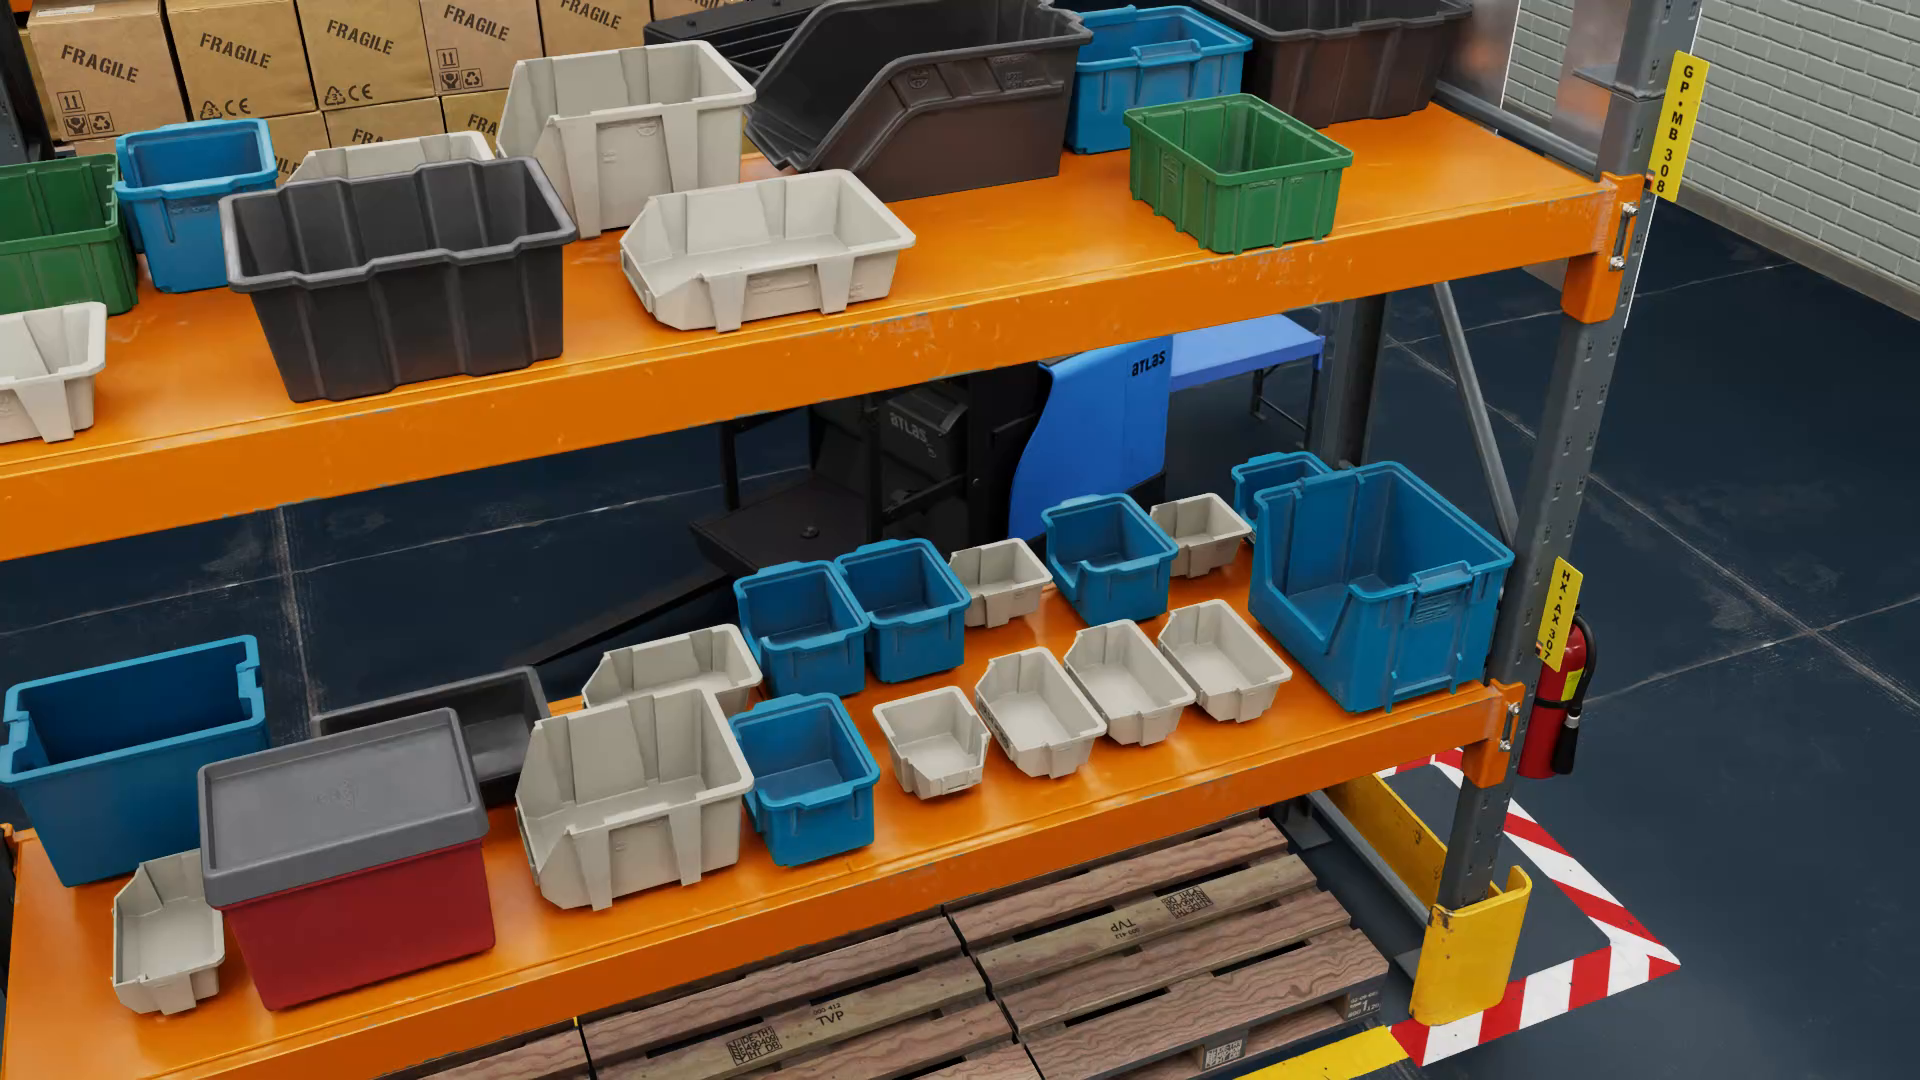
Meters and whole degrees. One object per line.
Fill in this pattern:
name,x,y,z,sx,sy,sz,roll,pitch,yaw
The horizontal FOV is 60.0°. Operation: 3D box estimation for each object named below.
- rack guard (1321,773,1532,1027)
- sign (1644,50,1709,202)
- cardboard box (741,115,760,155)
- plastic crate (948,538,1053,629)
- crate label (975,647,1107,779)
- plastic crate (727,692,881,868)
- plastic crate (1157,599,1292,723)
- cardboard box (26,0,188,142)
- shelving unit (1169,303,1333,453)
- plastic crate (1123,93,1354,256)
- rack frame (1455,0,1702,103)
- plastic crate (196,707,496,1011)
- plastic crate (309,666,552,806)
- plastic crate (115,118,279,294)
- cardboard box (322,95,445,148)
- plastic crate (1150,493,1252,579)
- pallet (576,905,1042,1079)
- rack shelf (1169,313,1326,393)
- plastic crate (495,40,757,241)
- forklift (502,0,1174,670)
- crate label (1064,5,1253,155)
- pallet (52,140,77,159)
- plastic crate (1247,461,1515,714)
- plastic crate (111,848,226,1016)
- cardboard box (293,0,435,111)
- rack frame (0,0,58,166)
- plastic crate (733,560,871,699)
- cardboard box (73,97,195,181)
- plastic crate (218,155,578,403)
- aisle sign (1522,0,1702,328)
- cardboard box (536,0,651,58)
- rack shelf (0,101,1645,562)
rack guard,1.420,1.036,5.699,0.348,0.500,1.175,-13,35,-19
sign,1.631,-0.940,3.790,0.005,0.325,0.100,-13,35,-19
cardboard box,-1.296,-2.191,8.275,0.500,0.500,0.500,-13,35,-19
plastic crate,0.095,0.141,4.970,0.298,0.136,0.250,-13,35,-19
crate label,0.201,0.473,4.459,0.243,0.136,0.396,-13,35,-19
plastic crate,-0.391,0.607,4.165,0.300,0.233,0.416,-13,35,-19
plastic crate,0.721,0.348,4.651,0.243,0.136,0.396,-13,35,-19
cardboard box,-3.656,-2.066,7.167,0.500,0.500,0.500,-12,35,-18
shelving unit,1.211,-1.060,8.004,1.048,1.500,0.538,-16,36,-23
plastic crate,0.604,-0.817,3.699,0.336,0.188,0.450,-13,35,-19
rack frame,1.403,-2.515,3.364,0.127,3.000,1.000,-13,35,-19
plastic crate,-1.365,0.730,3.764,0.583,0.464,0.402,-13,35,-19
plastic crate,-1.357,0.563,4.331,0.590,0.125,0.437,-13,35,-19
plastic crate,-1.569,-0.696,3.472,0.300,0.233,0.416,-13,35,-19
cardboard box,-2.691,-1.874,7.788,0.500,0.500,0.500,-13,35,-19
plastic crate,0.720,-0.002,5.190,0.298,0.136,0.250,-13,35,-19
pallet,-0.495,1.579,5.130,1.213,0.211,1.003,-13,35,-19
rack shelf,1.211,-0.909,8.102,1.000,0.185,0.538,-16,36,-23
plastic crate,-0.760,-0.895,3.734,0.530,0.282,0.437,-13,35,-19
forklift,-0.471,-0.963,6.542,3.031,2.935,1.130,-26,41,-34
crate label,0.427,-1.163,4.173,0.502,0.251,0.408,-13,35,-19
pallet,-6.802,-2.768,11.810,1.213,0.211,1.003,-13,35,-19
plastic crate,1.167,0.124,4.721,0.499,0.435,0.616,-13,35,-19
plastic crate,-1.801,0.903,3.798,0.243,0.136,0.396,-13,35,-19
cardboard box,-2.706,-2.284,7.501,0.500,0.500,0.500,-14,36,-20
rack frame,-4.199,-1.647,7.531,0.127,3.000,1.000,-13,35,-19
plastic crate,-0.443,0.273,4.679,0.300,0.233,0.416,-13,35,-19
cardboard box,-3.624,-1.660,7.459,0.500,0.500,0.500,-12,35,-18
plastic crate,-1.033,-0.483,3.111,0.590,0.269,0.497,-13,35,-19
aisle sign,1.583,-0.958,4.088,0.004,0.787,0.394,-13,35,-19
cardboard box,-1.757,-2.502,7.836,0.500,0.500,0.500,-12,35,-18
rack shelf,-0.441,-0.534,3.729,4.000,0.370,1.077,-13,35,-19
